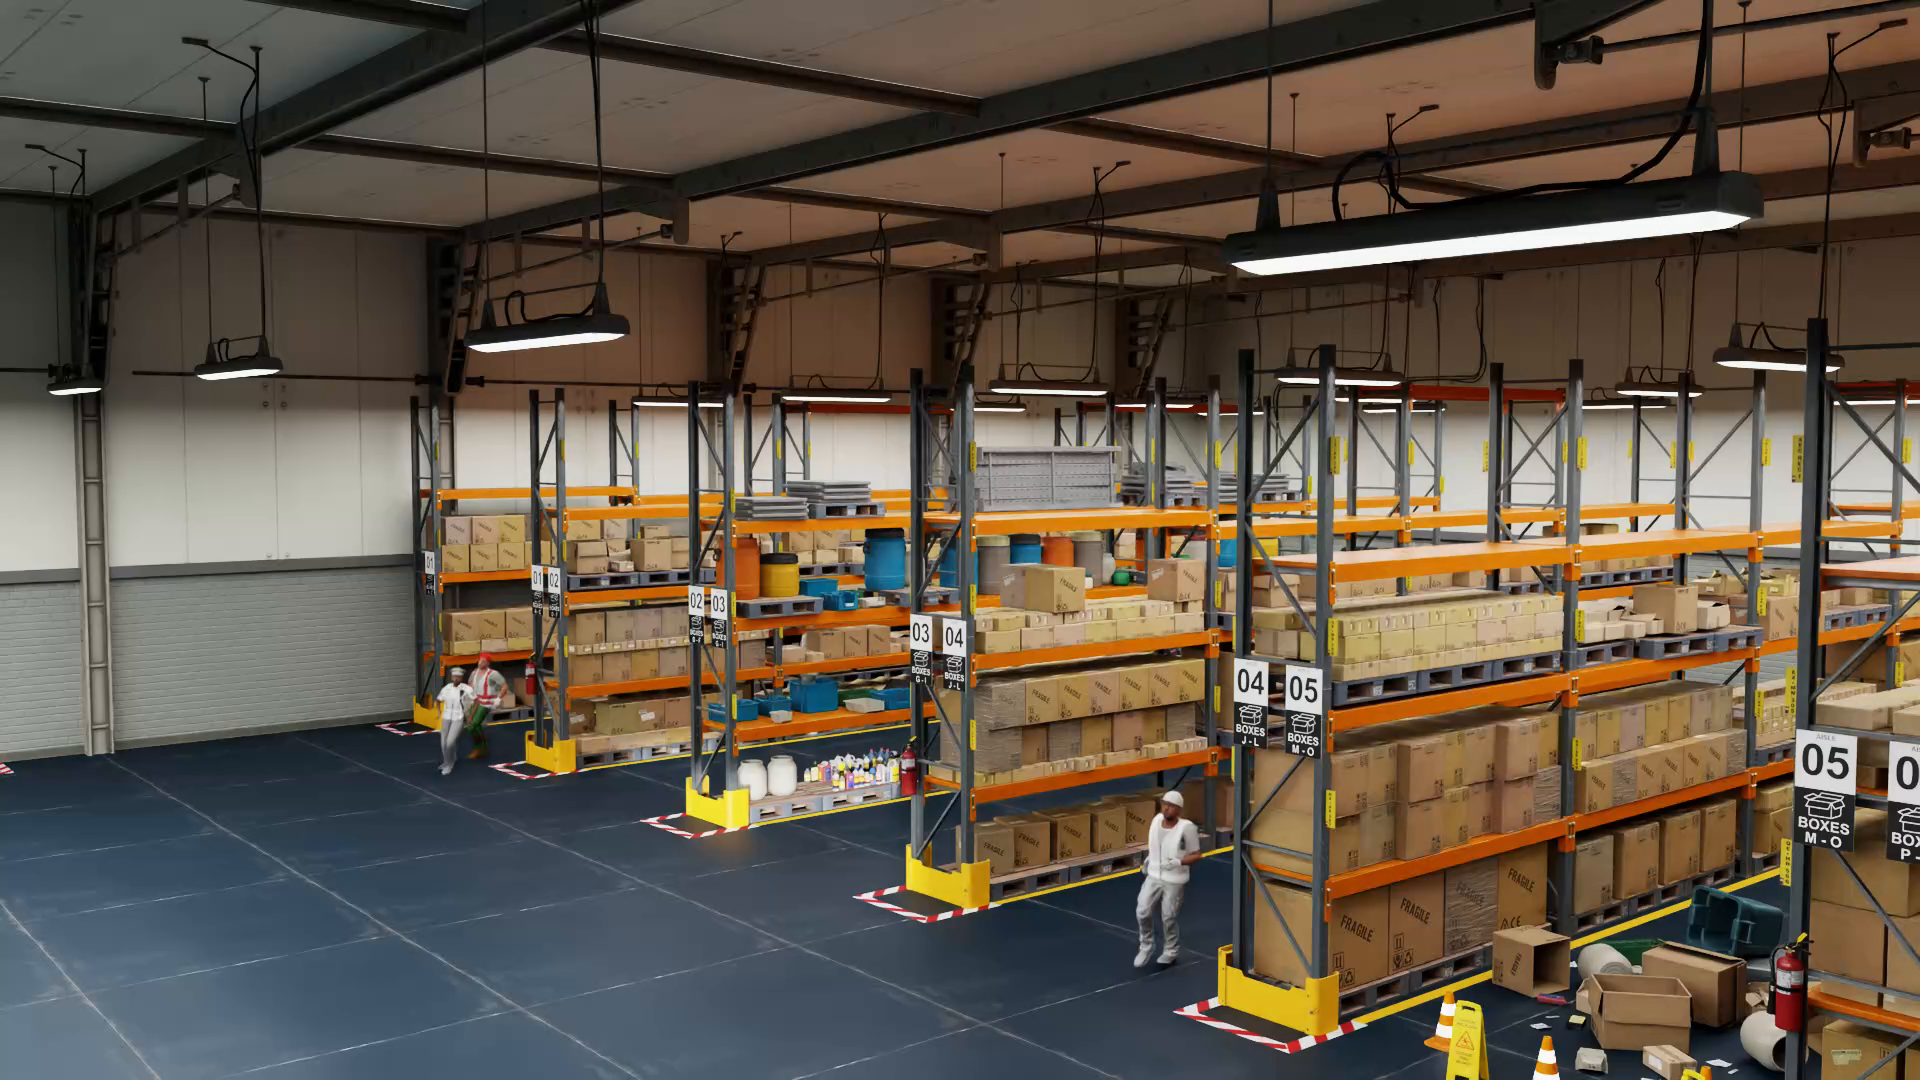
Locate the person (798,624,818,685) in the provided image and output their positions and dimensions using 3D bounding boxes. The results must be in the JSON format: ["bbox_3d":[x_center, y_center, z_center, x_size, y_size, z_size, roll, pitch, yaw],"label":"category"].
[{"bbox_3d":[-2.914,2.395,32.186,0.703,1.729,0.651,3,4,40],"label":"person"}]

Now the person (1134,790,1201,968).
[{"bbox_3d":[2.024,3.330,16.292,0.668,1.757,0.622,2,4,36],"label":"person"}]

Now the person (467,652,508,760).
[{"bbox_3d":[-7.787,2.695,27.043,0.717,1.748,0.632,2,4,32],"label":"person"}]

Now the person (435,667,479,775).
[{"bbox_3d":[-7.872,2.818,25.918,0.651,1.684,0.650,0,3,6],"label":"person"}]
